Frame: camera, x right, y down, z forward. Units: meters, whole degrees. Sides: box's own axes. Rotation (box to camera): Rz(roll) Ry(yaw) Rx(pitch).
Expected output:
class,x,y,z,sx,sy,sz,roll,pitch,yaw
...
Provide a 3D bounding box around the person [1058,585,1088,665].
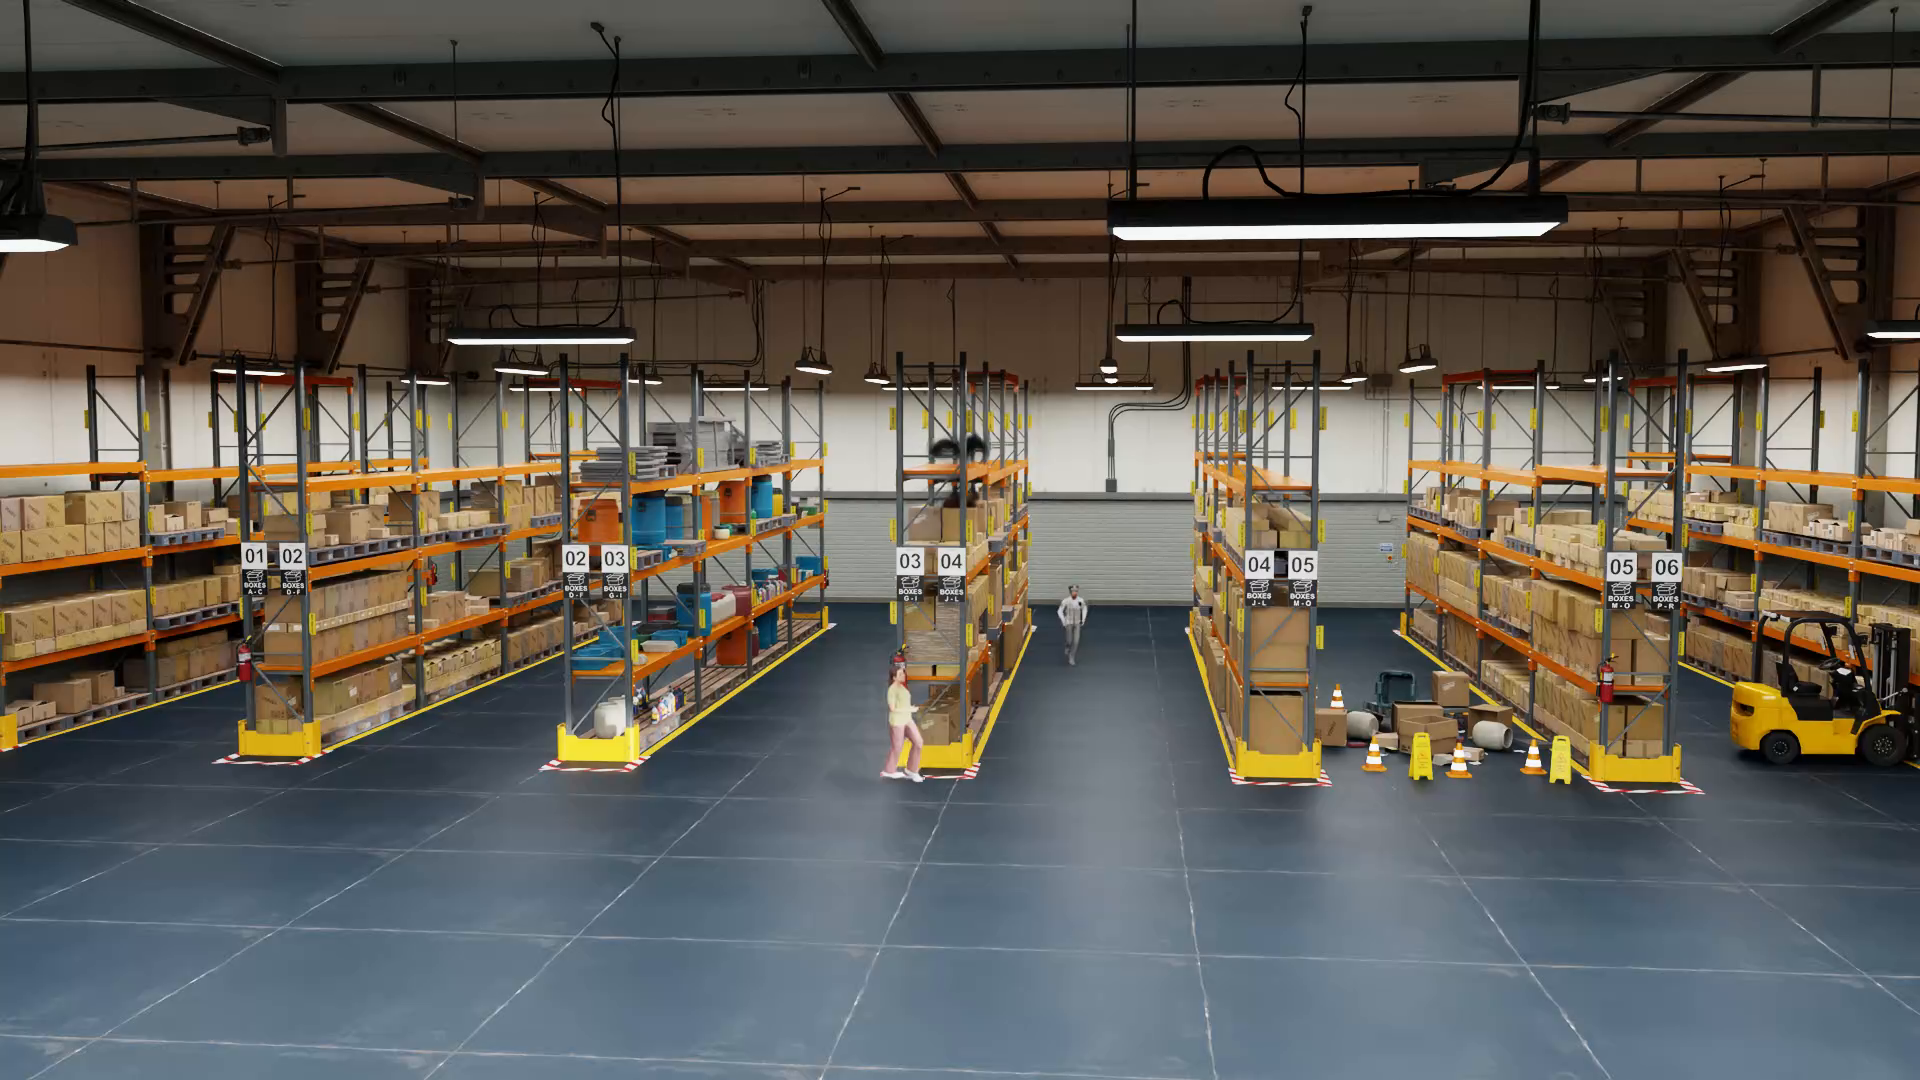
class,x,y,z,sx,sy,sz,roll,pitch,yaw
person,2.352,1.736,34.571,0.624,1.653,0.628,-1,4,-8

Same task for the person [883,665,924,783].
class,x,y,z,sx,sy,sz,roll,pitch,yaw
person,-0.857,2.557,22.981,0.641,1.676,0.585,3,5,33
